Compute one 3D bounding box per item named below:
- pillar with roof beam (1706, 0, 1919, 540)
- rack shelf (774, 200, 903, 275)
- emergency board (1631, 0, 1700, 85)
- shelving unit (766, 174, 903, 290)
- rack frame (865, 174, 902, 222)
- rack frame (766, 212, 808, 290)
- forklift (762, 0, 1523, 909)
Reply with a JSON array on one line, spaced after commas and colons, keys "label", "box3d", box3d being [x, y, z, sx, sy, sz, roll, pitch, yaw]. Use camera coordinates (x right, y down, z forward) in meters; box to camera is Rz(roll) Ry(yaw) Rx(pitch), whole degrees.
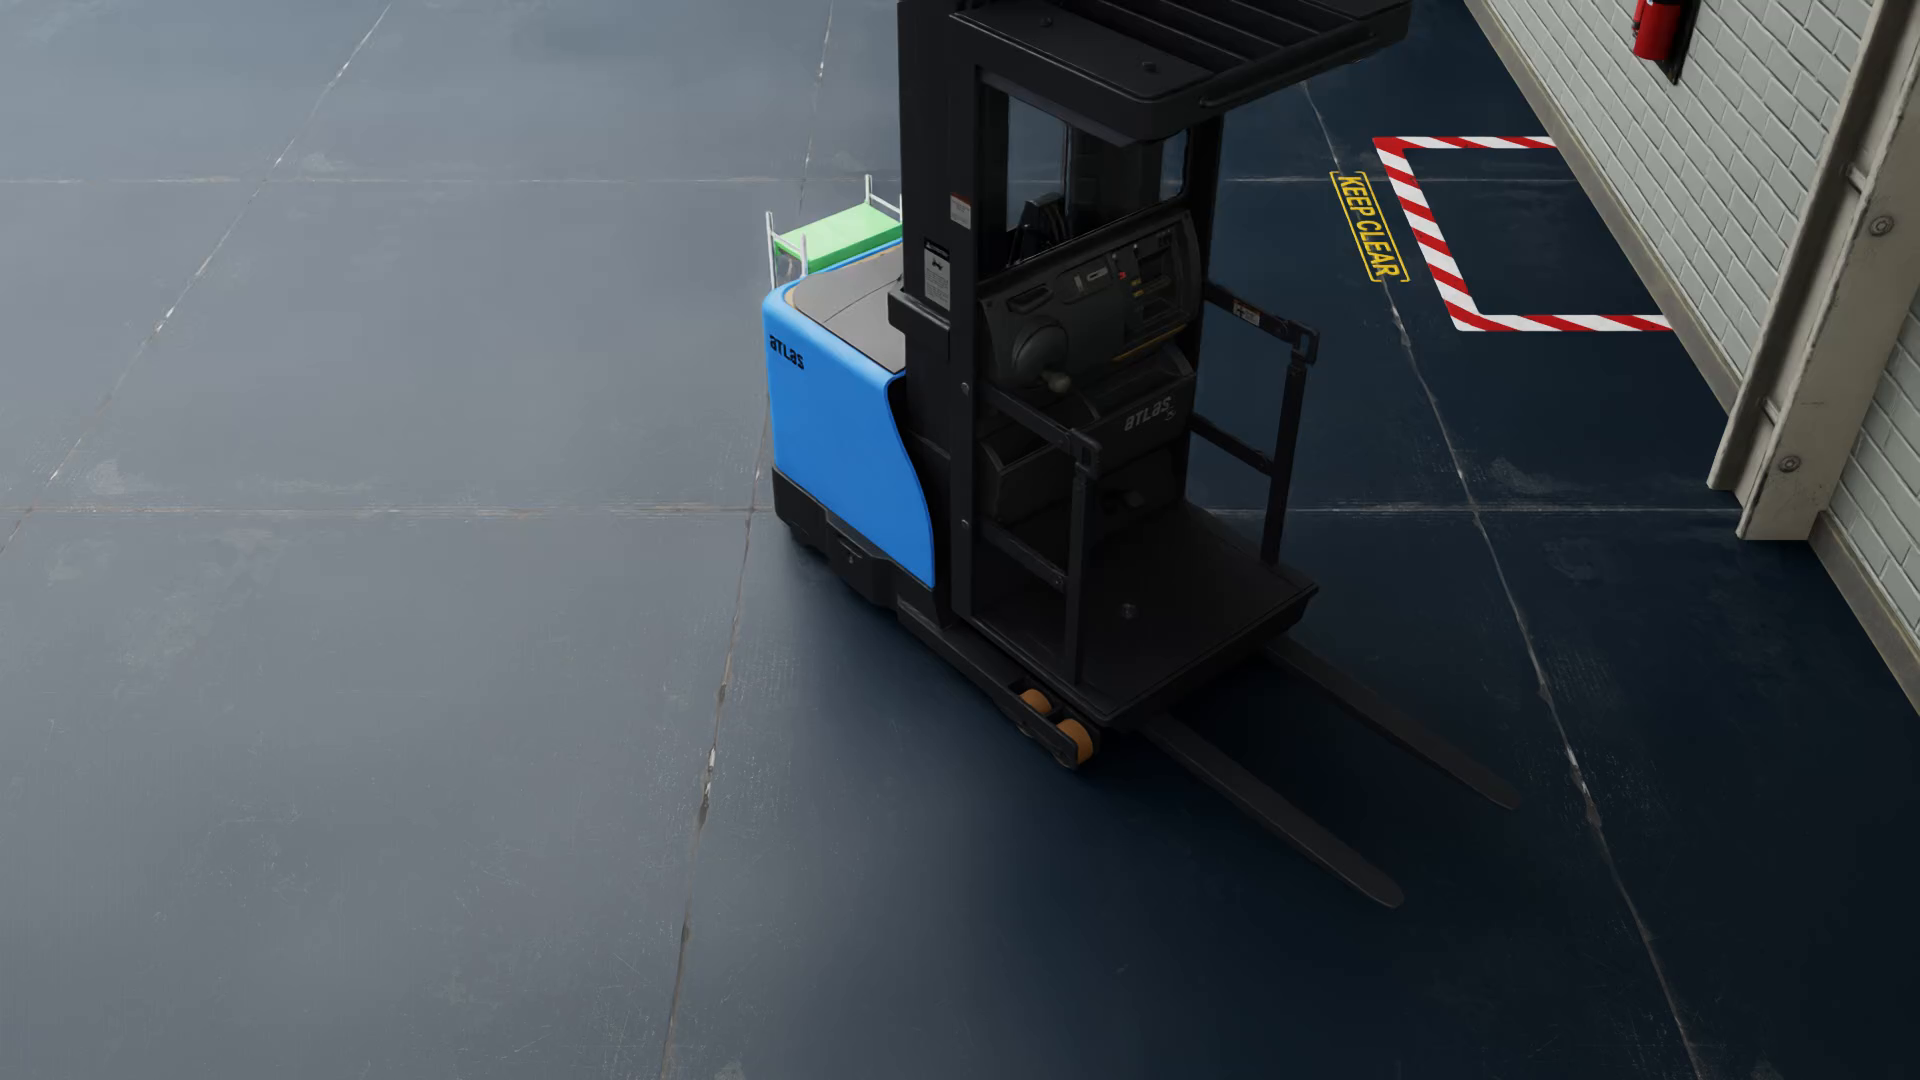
[{"label": "pillar with roof beam", "box3d": [-0.984, -3.634, 4.089, 9.100, 9.000, 0.400, 0, 39, 0]}, {"label": "rack shelf", "box3d": [-0.480, -1.163, 6.576, 0.480, 0.148, 0.258, -28, 47, -31]}, {"label": "emergency board", "box3d": [3.357, -2.841, 7.897, 0.194, 1.169, 0.643, 0, 39, 0]}, {"label": "shelving unit", "box3d": [-0.480, -0.838, 6.836, 0.503, 1.200, 0.258, -28, 47, -31]}, {"label": "rack frame", "box3d": [-0.296, -0.938, 6.961, 0.015, 1.200, 0.240, -28, 47, -31]}, {"label": "rack frame", "box3d": [-0.665, -0.738, 6.712, 0.015, 1.200, 0.240, -28, 47, -31]}, {"label": "forklift", "box3d": [0.581, -0.716, 5.300, 1.130, 2.935, 3.031, -28, 46, -30]}]
